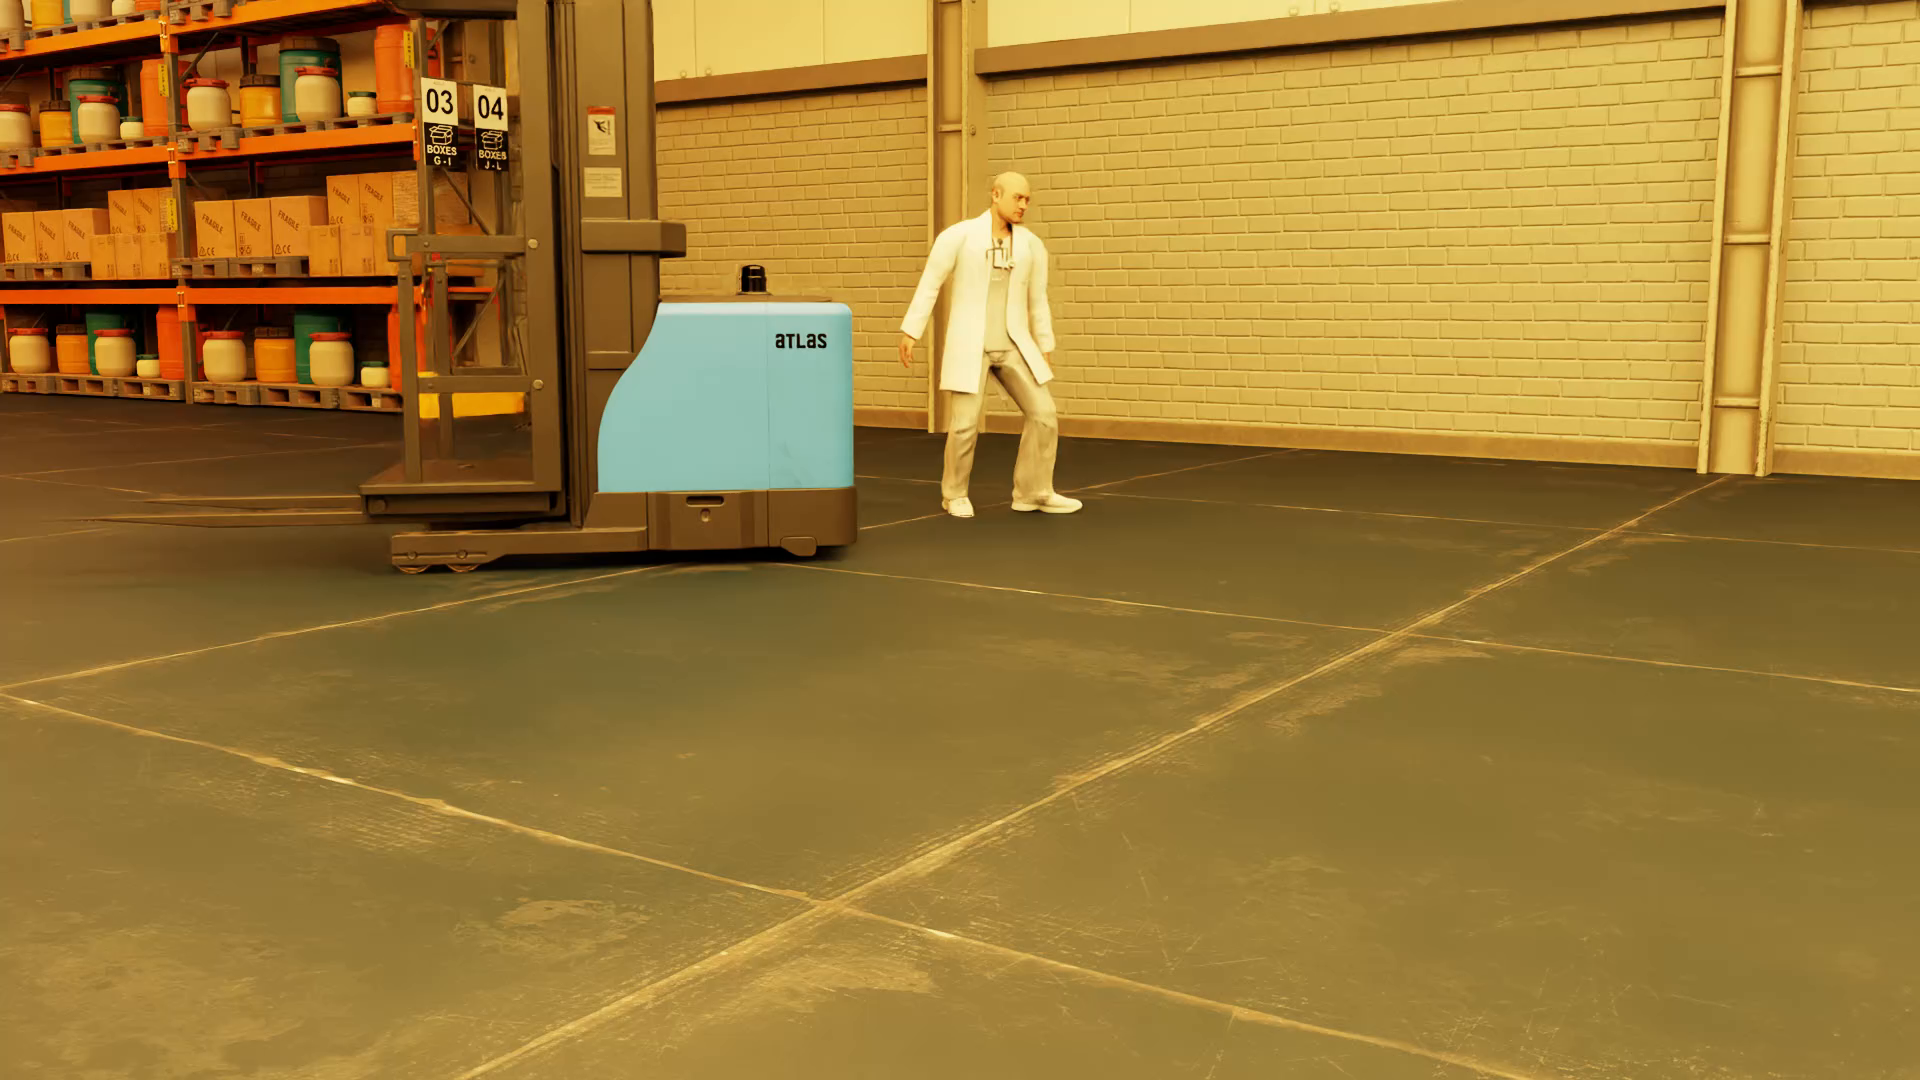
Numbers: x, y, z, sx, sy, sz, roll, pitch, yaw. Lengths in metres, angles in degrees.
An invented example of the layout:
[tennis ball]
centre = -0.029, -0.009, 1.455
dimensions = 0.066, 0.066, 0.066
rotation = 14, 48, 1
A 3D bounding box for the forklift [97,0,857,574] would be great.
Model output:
[forklift]
centre = -1.999, -1.396, 7.012
dimensions = 3.031, 2.935, 1.130
rotation = -1, 8, -9

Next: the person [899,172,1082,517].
[person]
centre = 0.153, -0.972, 8.456
dimensions = 0.930, 1.751, 0.509
rotation = -2, 8, -14
